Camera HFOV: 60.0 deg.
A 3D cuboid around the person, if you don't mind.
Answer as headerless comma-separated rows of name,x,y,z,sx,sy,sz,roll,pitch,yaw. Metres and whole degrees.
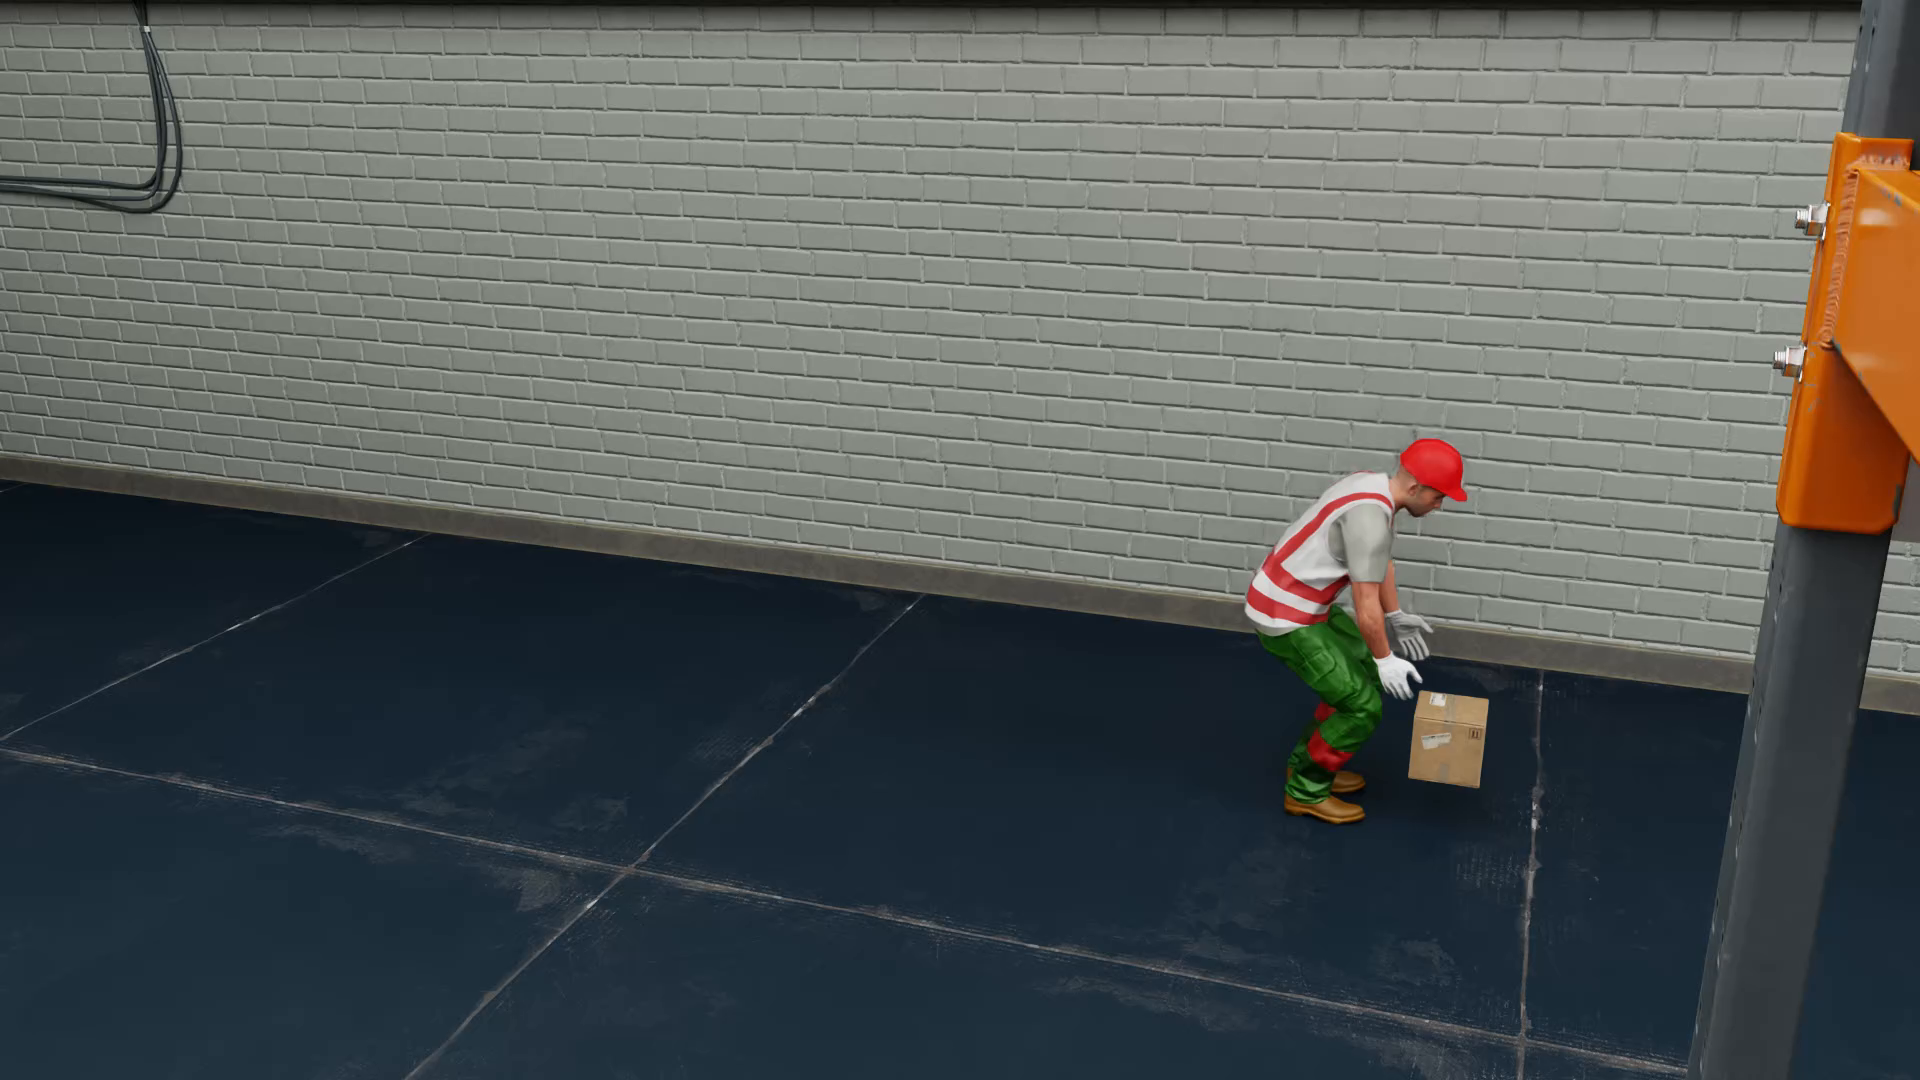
person,1.441,0.305,6.160,0.748,1.440,0.583,6,19,18
